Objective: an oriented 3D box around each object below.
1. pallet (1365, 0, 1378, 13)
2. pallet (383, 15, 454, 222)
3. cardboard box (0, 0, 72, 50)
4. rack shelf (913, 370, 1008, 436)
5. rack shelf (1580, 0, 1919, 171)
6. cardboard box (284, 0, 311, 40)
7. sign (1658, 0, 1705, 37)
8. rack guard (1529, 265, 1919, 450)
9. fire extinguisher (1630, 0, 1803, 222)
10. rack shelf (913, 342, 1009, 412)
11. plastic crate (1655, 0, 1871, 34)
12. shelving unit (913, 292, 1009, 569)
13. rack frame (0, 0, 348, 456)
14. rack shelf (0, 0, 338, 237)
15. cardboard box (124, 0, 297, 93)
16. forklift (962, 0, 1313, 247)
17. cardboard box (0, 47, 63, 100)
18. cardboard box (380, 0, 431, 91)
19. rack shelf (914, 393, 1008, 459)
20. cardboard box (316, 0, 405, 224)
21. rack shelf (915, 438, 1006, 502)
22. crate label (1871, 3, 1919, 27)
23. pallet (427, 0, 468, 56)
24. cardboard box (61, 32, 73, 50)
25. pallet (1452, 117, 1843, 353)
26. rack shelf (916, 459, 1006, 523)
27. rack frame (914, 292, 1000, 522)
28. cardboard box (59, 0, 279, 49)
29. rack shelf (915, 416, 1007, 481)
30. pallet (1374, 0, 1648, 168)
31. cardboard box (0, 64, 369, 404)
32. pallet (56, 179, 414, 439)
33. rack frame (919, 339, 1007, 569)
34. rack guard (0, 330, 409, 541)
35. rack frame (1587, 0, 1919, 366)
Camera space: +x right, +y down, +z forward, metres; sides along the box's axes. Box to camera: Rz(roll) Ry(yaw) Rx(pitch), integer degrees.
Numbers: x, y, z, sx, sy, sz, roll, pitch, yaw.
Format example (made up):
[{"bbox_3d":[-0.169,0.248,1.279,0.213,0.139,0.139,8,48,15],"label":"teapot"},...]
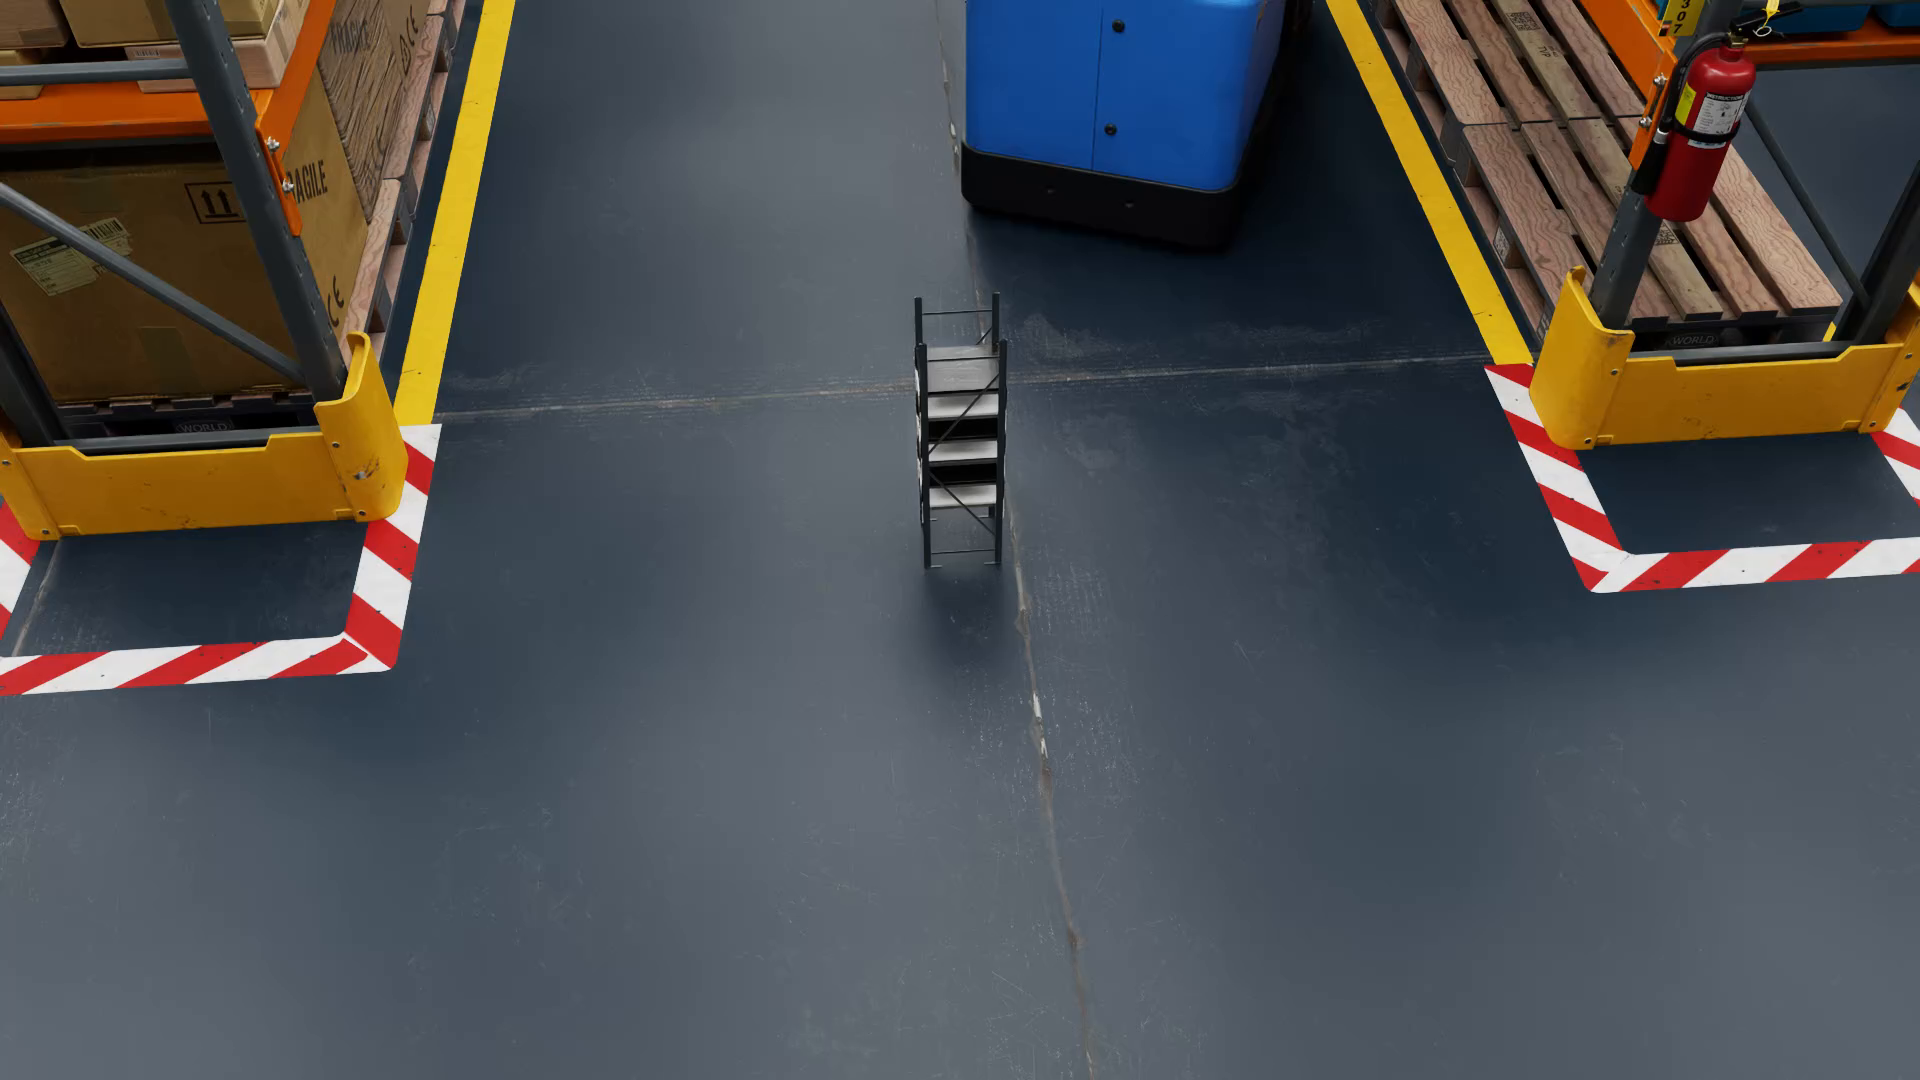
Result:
[{"bbox_3d":[2.301,-2.909,7.859,1.003,0.211,1.213,-3,47,-3],"label":"pallet"},{"bbox_3d":[-2.644,-1.698,6.712,1.003,0.211,1.213,-3,47,-3],"label":"pallet"},{"bbox_3d":[-2.705,-1.587,4.586,0.500,0.250,0.500,-4,47,-4],"label":"cardboard box"},{"bbox_3d":[0.001,-0.404,4.811,0.258,0.077,0.200,-3,47,-3],"label":"rack shelf"},{"bbox_3d":[2.368,-2.703,6.239,1.077,0.370,4.000,-3,47,-3],"label":"rack shelf"},{"bbox_3d":[-2.124,-1.578,4.852,0.380,0.149,0.250,-4,47,-4],"label":"cardboard box"},{"bbox_3d":[1.988,-1.514,4.506,0.100,0.325,0.005,-3,47,-3],"label":"sign"},{"bbox_3d":[2.550,-0.627,5.499,1.175,0.500,0.348,-3,47,-3],"label":"rack guard"},{"bbox_3d":[2.095,-1.211,4.642,0.296,0.674,0.183,-3,47,-3],"label":"fire extinguisher"},{"bbox_3d":[0.001,-0.466,4.746,0.258,0.077,0.200,-3,47,-3],"label":"rack shelf"},{"bbox_3d":[2.321,-1.767,4.792,0.616,0.435,0.499,-3,47,-3],"label":"plastic crate"},{"bbox_3d":[0.001,-0.304,4.918,0.258,0.900,0.210,-3,47,-3],"label":"shelving unit"},{"bbox_3d":[-2.400,-1.202,4.322,1.000,3.000,0.127,-3,47,-3],"label":"rack frame"},{"bbox_3d":[-2.568,-2.402,5.954,1.077,0.370,4.000,-3,47,-3],"label":"rack shelf"},{"bbox_3d":[-2.101,-1.393,4.676,0.380,0.149,0.250,-3,47,-3],"label":"cardboard box"},{"bbox_3d":[0.928,-3.191,6.254,1.130,2.935,3.031,13,48,12],"label":"forklift"},{"bbox_3d":[-2.758,-1.353,4.639,0.380,0.149,0.250,-3,47,-3],"label":"cardboard box"},{"bbox_3d":[-2.684,-2.376,6.609,0.875,0.875,0.875,-3,47,-3],"label":"cardboard box"},{"bbox_3d":[0.001,-0.343,4.877,0.258,0.077,0.200,-3,47,-3],"label":"rack shelf"},{"bbox_3d":[-2.610,-1.732,5.999,0.875,0.875,0.875,-3,47,-3],"label":"cardboard box"},{"bbox_3d":[0.001,-0.219,5.007,0.258,0.077,0.200,-3,47,-3],"label":"rack shelf"},{"bbox_3d":[2.843,-1.665,4.835,0.416,0.233,0.303,-3,47,-3],"label":"crate label"},{"bbox_3d":[-2.750,-2.582,7.550,1.003,0.211,1.213,-3,47,-3],"label":"pallet"},{"bbox_3d":[-2.782,-1.541,4.817,0.380,0.149,0.250,-3,47,-3],"label":"cardboard box"},{"bbox_3d":[2.505,-1.143,6.187,1.003,0.211,1.213,-3,47,-3],"label":"pallet"},{"bbox_3d":[0.001,-0.157,5.073,0.258,0.077,0.200,-3,47,-3],"label":"rack shelf"},{"bbox_3d":[-0.008,-0.377,4.987,0.240,0.900,0.006,-3,47,-3],"label":"rack frame"},{"bbox_3d":[-2.172,-1.616,4.613,0.500,0.250,0.500,-5,47,-4],"label":"cardboard box"},{"bbox_3d":[0.001,-0.281,4.942,0.258,0.077,0.200,-3,47,-3],"label":"rack shelf"},{"bbox_3d":[2.406,-2.024,7.021,1.003,0.211,1.213,-3,47,-3],"label":"pallet"},{"bbox_3d":[-2.534,-1.074,5.375,0.875,0.875,0.875,-3,47,-3],"label":"cardboard box"},{"bbox_3d":[-2.545,-0.817,5.878,1.003,0.211,1.213,-3,47,-3],"label":"pallet"},{"bbox_3d":[0.009,-0.230,4.848,0.240,0.900,0.006,-3,47,-3],"label":"rack frame"},{"bbox_3d":[-2.398,-0.325,5.214,1.175,0.500,0.348,-3,47,-3],"label":"rack guard"},{"bbox_3d":[2.535,-1.503,4.608,1.000,3.000,0.127,-3,47,-3],"label":"rack frame"}]
